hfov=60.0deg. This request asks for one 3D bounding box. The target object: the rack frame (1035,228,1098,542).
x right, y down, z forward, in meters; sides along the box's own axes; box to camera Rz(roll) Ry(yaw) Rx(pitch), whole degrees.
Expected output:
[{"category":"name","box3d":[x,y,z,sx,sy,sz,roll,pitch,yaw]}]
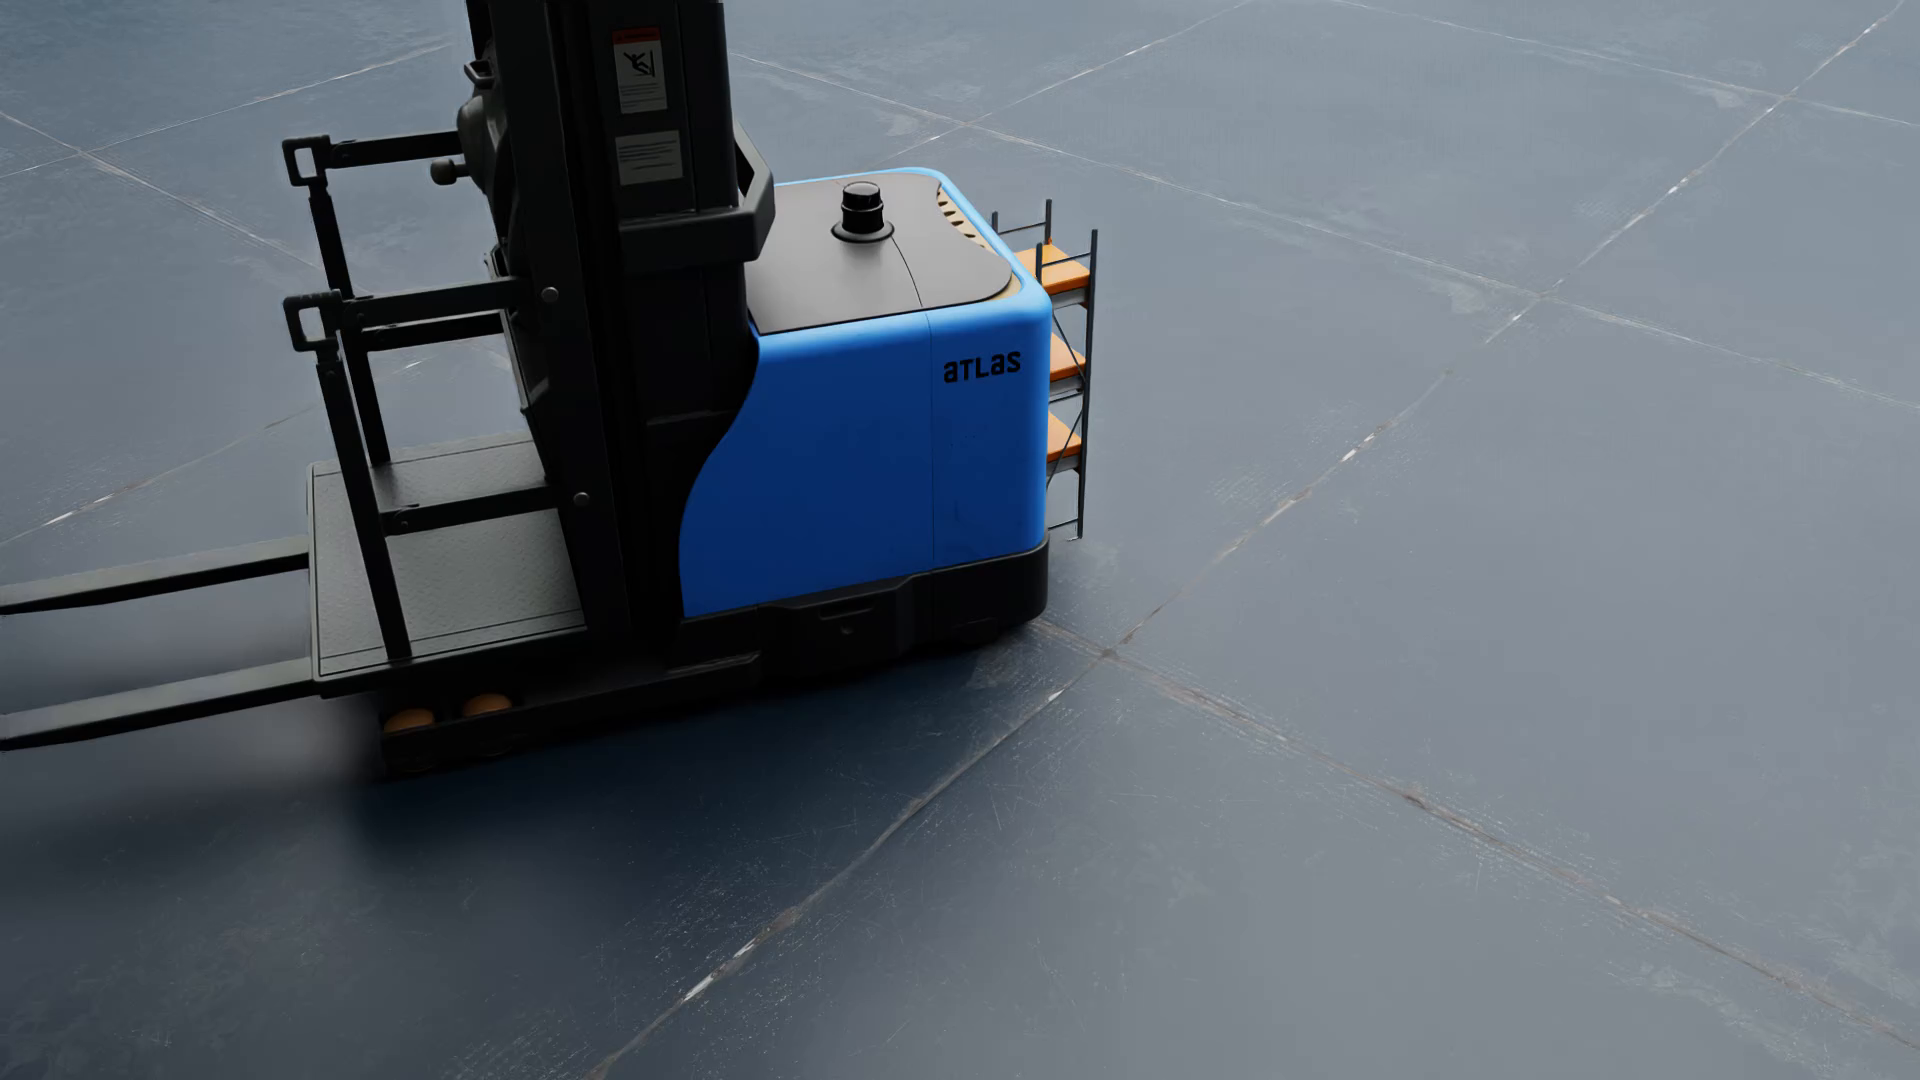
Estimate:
[{"category":"rack frame","box3d":[0.299,-0.413,4.924,0.200,1.050,0.008,-18,38,-24]}]

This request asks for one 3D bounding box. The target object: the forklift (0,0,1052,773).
[{"category":"forklift","box3d":[-1.321,-0.936,4.024,3.031,2.935,1.130,-11,36,-15]}]

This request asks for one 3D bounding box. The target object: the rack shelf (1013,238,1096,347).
[{"category":"rack shelf","box3d":[0.239,-0.699,4.857,0.215,0.259,0.240,-18,38,-24]}]

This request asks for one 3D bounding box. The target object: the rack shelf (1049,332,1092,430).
[{"category":"rack shelf","box3d":[0.239,-0.465,5.018,0.215,0.259,0.240,-18,38,-24]}]

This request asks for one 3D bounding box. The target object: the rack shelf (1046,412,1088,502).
[{"category":"rack shelf","box3d":[0.239,-0.236,5.175,0.215,0.259,0.240,-18,38,-24]}]

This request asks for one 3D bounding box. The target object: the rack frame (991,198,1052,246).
[{"category":"rack frame","box3d":[0.179,-0.534,5.100,0.200,1.050,0.008,-18,38,-24]}]

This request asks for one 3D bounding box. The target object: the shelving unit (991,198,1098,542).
[{"category":"shelving unit","box3d":[0.239,-0.474,5.012,0.215,1.050,0.252,-18,38,-24]}]
